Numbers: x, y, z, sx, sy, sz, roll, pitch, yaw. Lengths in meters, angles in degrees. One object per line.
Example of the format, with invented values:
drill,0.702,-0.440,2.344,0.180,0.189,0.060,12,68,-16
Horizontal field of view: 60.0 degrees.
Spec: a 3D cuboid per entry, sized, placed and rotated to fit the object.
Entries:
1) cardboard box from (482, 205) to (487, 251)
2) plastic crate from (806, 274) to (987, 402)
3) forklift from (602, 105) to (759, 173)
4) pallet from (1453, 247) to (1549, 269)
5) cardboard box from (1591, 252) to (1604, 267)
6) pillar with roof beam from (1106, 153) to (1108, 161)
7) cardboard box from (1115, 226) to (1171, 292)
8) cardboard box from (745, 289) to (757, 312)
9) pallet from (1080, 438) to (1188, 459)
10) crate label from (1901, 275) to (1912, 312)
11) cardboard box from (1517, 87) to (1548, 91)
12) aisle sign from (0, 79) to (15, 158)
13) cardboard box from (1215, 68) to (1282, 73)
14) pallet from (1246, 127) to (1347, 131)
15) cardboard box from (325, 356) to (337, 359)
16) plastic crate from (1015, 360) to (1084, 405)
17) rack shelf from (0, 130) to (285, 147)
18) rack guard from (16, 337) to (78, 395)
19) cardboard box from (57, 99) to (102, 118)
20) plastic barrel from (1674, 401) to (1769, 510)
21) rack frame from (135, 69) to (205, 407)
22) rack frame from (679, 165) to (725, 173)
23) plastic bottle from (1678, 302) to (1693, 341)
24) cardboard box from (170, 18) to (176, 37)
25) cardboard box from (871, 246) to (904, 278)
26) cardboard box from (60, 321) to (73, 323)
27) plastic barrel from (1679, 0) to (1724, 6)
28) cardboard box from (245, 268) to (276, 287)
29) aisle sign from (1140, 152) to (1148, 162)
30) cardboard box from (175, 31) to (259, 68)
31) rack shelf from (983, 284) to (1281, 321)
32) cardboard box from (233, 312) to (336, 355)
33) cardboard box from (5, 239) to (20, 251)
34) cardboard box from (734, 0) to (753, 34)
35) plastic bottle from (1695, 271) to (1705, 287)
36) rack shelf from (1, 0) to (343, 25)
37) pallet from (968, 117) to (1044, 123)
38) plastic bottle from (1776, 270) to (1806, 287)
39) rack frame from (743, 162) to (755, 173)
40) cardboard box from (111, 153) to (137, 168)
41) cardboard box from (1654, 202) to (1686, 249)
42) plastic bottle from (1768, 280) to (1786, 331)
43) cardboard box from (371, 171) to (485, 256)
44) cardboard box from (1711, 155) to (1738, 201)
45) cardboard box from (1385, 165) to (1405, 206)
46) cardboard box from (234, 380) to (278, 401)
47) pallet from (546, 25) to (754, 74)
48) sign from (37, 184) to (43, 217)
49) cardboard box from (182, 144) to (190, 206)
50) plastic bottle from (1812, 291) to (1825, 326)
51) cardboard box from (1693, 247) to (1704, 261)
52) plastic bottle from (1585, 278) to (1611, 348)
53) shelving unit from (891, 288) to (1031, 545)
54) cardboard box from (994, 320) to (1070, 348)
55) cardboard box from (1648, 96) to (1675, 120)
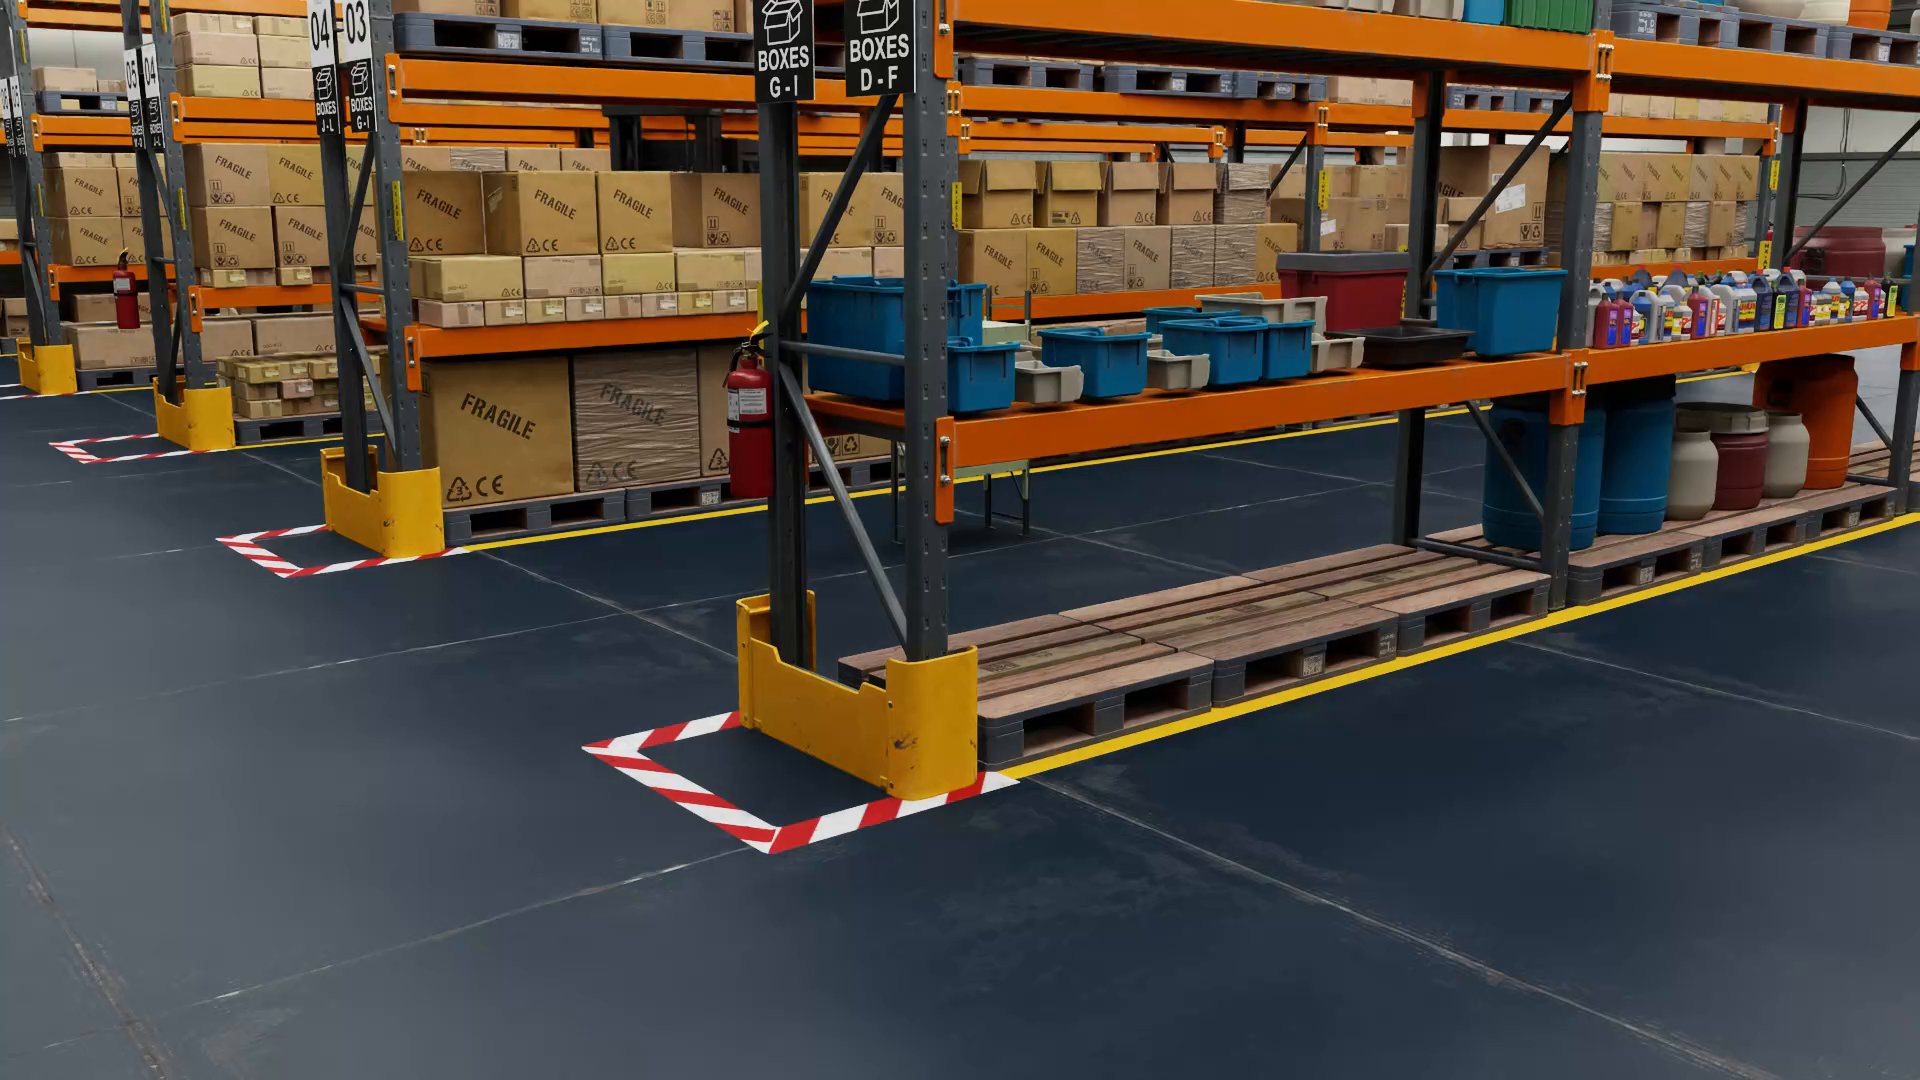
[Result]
cardboard box,-4.387,-2.764,14.967,0.500,0.500,0.500,-10,15,-38
plastic crate,-0.255,-0.790,6.399,0.499,0.435,0.616,-9,15,-38
forklift,-2.291,-2.395,14.353,1.130,2.935,3.031,3,12,13
pallet,5.188,-2.861,16.842,1.213,0.211,1.003,-9,15,-38
cardboard box,6.435,-2.917,17.248,0.250,0.149,0.380,-9,15,-38
pillar with roof beam,5.973,-9.032,30.999,0.400,9.000,9.100,-9,15,-38
cardboard box,1.328,-2.258,13.302,0.500,0.500,0.500,-9,15,-37
cardboard box,-1.408,-1.610,11.093,0.250,0.149,0.380,-10,15,-39
pallet,1.138,-0.900,13.857,1.213,0.211,1.003,-9,15,-38
crate label,6.410,-1.620,10.939,0.416,0.233,0.303,-9,15,-38
cardboard box,5.447,-4.708,16.600,0.637,0.503,0.797,-10,16,-40
aisle sign,-9.935,-4.393,17.337,0.004,0.787,0.394,-9,15,-38
cardboard box,2.321,-4.144,13.940,0.637,0.503,0.797,-8,15,-34
pallet,4.454,-5.534,21.959,1.213,0.211,1.003,-9,15,-38
cardboard box,-5.334,-1.518,14.478,0.250,0.149,0.380,-10,16,-40
plastic crate,0.300,-0.577,6.115,0.298,0.136,0.250,-9,15,-38
rack shelf,-11.227,-5.260,22.189,4.000,0.370,1.077,-9,15,-38
rack guard,-9.704,-1.855,17.659,0.348,0.500,1.175,-9,15,-38
cardboard box,-11.480,-5.571,21.568,0.500,0.250,0.500,-10,16,-39
plastic barrel,4.593,-0.521,10.155,0.708,0.588,0.600,-9,15,-38
rack frame,-6.514,-2.291,13.695,0.127,3.000,1.000,-9,15,-38
rack frame,-3.438,-4.118,22.303,0.127,3.000,1.000,-9,15,-38
plastic bottle,3.868,-1.173,8.911,0.097,0.201,0.097,0,12,0
cardboard box,-6.438,-4.215,13.733,0.250,0.149,0.380,-10,15,-38
cardboard box,-0.552,-1.964,11.803,0.500,0.250,0.500,-10,15,-39
cardboard box,-11.896,-2.809,21.987,0.250,0.149,0.380,-10,16,-40
plastic barrel,3.960,-3.353,9.258,0.708,0.901,0.600,-9,15,-38
cardboard box,-5.883,-2.196,13.856,0.250,0.149,0.380,-9,15,-36
aisle sign,3.038,-6.389,26.738,0.004,0.787,0.394,-9,15,-38
cardboard box,-6.001,-3.945,13.423,0.500,0.250,0.500,-9,15,-37
rack shelf,1.191,-1.900,13.586,4.000,0.370,1.077,-9,15,-38
cardboard box,-7.818,-2.371,19.232,0.875,0.438,0.875,-10,16,-39
cardboard box,-12.191,-3.801,21.411,0.250,0.149,0.380,-9,15,-36
cardboard box,-1.367,-3.582,11.064,0.500,0.500,0.700,-8,15,-35
plastic bottle,4.632,-1.547,10.474,0.133,0.283,0.061,-9,15,-38
rack shelf,-8.123,-5.727,18.129,4.000,0.370,1.077,-9,15,-38
pallet,0.203,-4.796,18.726,1.003,0.211,1.213,-9,15,-35
plastic bottle,5.402,-1.619,10.829,0.135,0.276,0.152,-9,15,-38
rack frame,-3.419,-5.442,28.536,0.127,3.000,1.000,-9,15,-38
cardboard box,-8.800,-3.998,17.524,0.250,0.149,0.380,-9,15,-36
cardboard box,7.422,-3.472,18.299,0.500,0.500,0.875,-9,15,-38
plastic bottle,4.656,-1.339,9.496,0.133,0.283,0.061,-9,15,-38
cardboard box,-3.278,-2.018,10.250,0.500,0.500,0.500,-9,15,-37
cardboard box,8.337,-4.055,18.642,0.500,0.500,0.500,-9,15,-38
cardboard box,5.666,-4.927,23.147,0.550,0.550,0.875,-9,15,-38
cardboard box,-5.944,-1.273,14.041,0.250,0.149,0.380,-9,15,-35
pallet,-1.968,-3.154,10.753,1.213,0.211,1.003,-9,15,-38
sign,-9.343,-3.452,16.888,0.005,0.325,0.100,-9,15,-38
cardboard box,-6.312,-3.074,14.019,0.500,0.500,0.500,-10,15,-39
plastic bottle,5.060,-1.371,9.843,0.097,0.201,0.097,0,12,0
cardboard box,8.121,-3.227,18.710,0.250,0.149,0.380,-9,15,-38
plastic bottle,3.232,-1.163,8.503,0.185,0.351,0.144,-9,15,-38
shelving unit,0.005,-0.735,9.977,0.755,1.500,0.431,-9,15,-38
cardboard box,0.116,-1.245,12.872,0.875,0.875,1.225,-9,15,-37
cardboard box,7.192,-4.573,17.584,0.500,0.250,0.500,-10,16,-40
